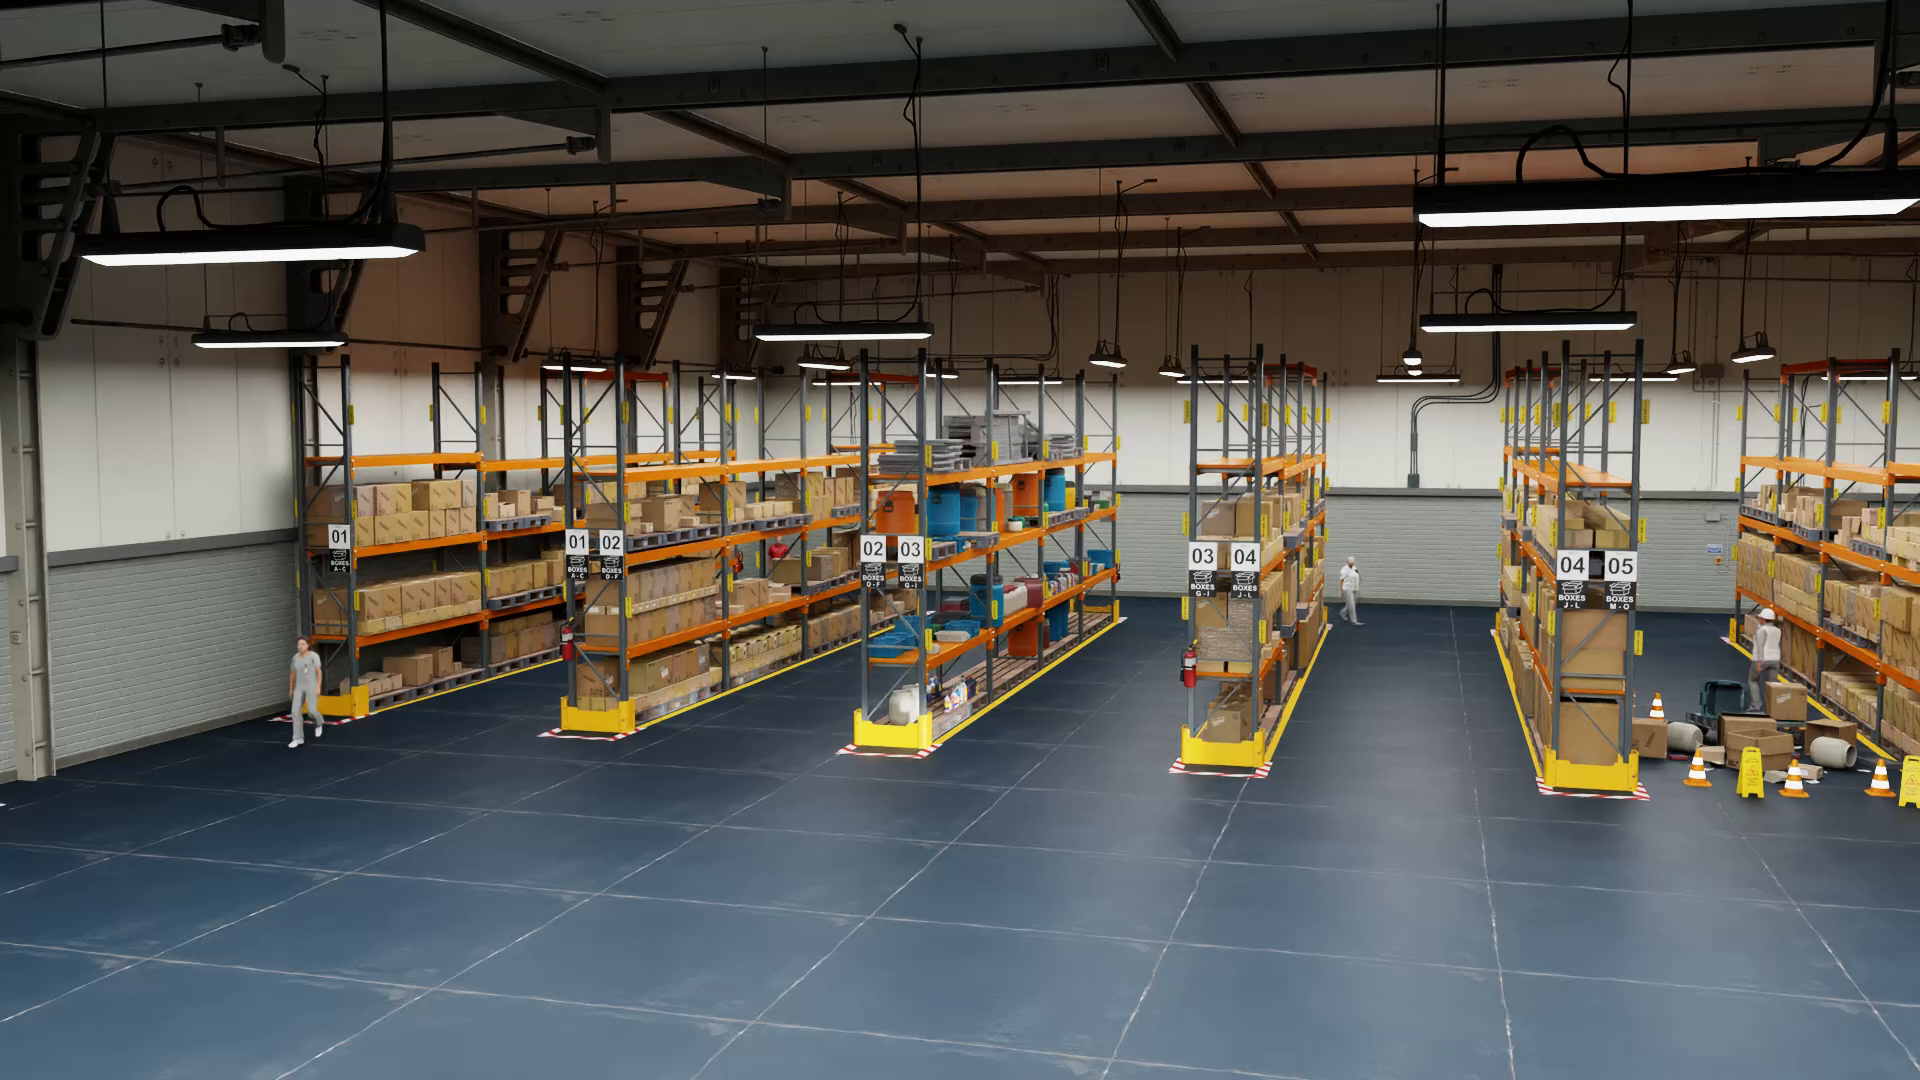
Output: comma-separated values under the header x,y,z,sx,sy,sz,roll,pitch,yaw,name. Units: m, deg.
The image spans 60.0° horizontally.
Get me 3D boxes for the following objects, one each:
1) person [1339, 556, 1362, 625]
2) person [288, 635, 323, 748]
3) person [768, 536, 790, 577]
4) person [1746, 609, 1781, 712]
x,y,z,sx,sy,sz,roll,pitch,yaw,name
9.307,1.198,39.812,0.491,1.633,0.858,-3,5,-31,person
-9.963,2.280,25.353,0.535,1.673,0.727,0,4,6,person
-4.945,0.775,45.502,0.597,1.608,1.007,-1,4,-9,person
13.498,2.043,27.756,0.525,1.782,0.617,0,4,-3,person
